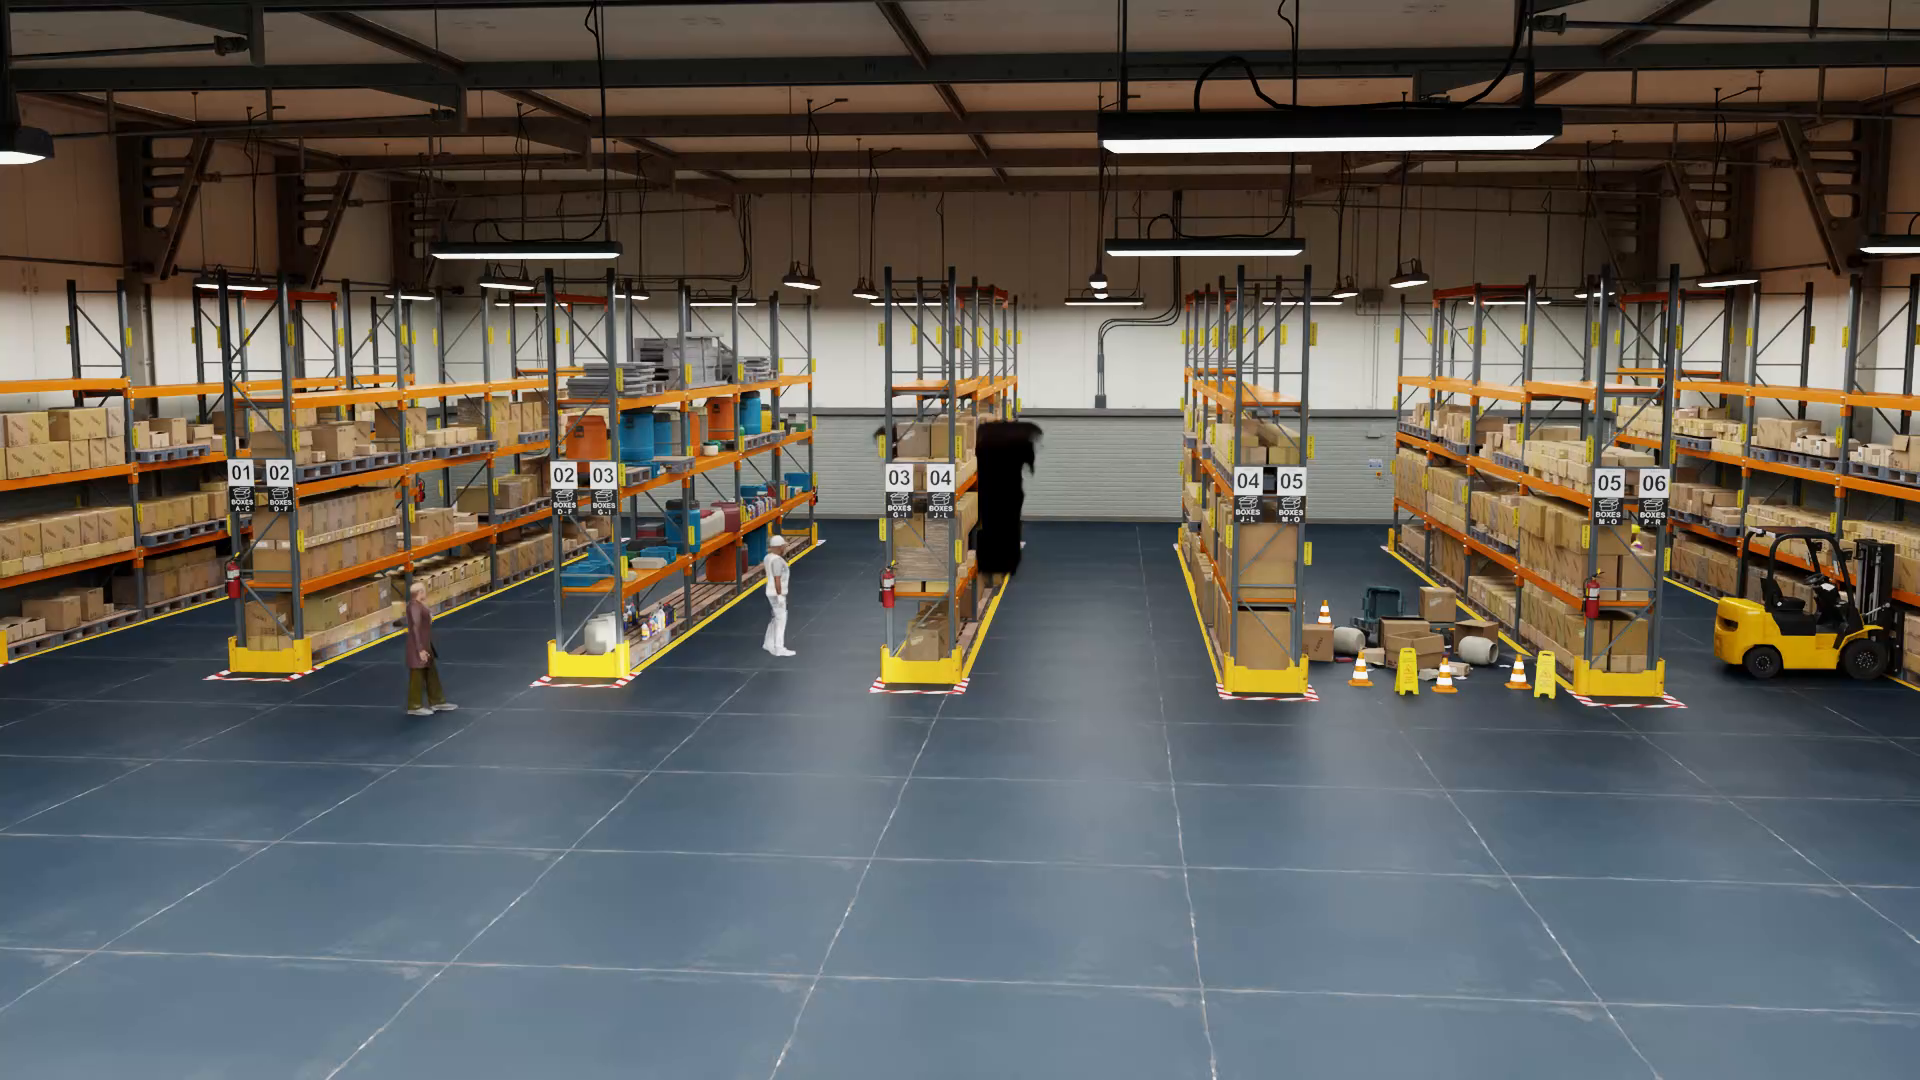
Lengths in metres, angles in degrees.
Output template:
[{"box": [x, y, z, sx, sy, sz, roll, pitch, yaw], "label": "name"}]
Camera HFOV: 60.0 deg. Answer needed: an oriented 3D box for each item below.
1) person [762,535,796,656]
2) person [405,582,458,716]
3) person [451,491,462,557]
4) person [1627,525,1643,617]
[{"box": [-2.708, 0.842, 24.764, 0.496, 1.834, 0.634, -1, 7, -7], "label": "person"}, {"box": [-7.077, 1.445, 22.142, 0.618, 1.784, 0.627, -1, 7, -5], "label": "person"}, {"box": [-11.113, -0.317, 37.130, 0.432, 1.638, 0.928, 1, 7, 11], "label": "person"}, {"box": [11.712, 0.609, 29.062, 0.435, 1.770, 0.592, 5, 9, 35], "label": "person"}]
